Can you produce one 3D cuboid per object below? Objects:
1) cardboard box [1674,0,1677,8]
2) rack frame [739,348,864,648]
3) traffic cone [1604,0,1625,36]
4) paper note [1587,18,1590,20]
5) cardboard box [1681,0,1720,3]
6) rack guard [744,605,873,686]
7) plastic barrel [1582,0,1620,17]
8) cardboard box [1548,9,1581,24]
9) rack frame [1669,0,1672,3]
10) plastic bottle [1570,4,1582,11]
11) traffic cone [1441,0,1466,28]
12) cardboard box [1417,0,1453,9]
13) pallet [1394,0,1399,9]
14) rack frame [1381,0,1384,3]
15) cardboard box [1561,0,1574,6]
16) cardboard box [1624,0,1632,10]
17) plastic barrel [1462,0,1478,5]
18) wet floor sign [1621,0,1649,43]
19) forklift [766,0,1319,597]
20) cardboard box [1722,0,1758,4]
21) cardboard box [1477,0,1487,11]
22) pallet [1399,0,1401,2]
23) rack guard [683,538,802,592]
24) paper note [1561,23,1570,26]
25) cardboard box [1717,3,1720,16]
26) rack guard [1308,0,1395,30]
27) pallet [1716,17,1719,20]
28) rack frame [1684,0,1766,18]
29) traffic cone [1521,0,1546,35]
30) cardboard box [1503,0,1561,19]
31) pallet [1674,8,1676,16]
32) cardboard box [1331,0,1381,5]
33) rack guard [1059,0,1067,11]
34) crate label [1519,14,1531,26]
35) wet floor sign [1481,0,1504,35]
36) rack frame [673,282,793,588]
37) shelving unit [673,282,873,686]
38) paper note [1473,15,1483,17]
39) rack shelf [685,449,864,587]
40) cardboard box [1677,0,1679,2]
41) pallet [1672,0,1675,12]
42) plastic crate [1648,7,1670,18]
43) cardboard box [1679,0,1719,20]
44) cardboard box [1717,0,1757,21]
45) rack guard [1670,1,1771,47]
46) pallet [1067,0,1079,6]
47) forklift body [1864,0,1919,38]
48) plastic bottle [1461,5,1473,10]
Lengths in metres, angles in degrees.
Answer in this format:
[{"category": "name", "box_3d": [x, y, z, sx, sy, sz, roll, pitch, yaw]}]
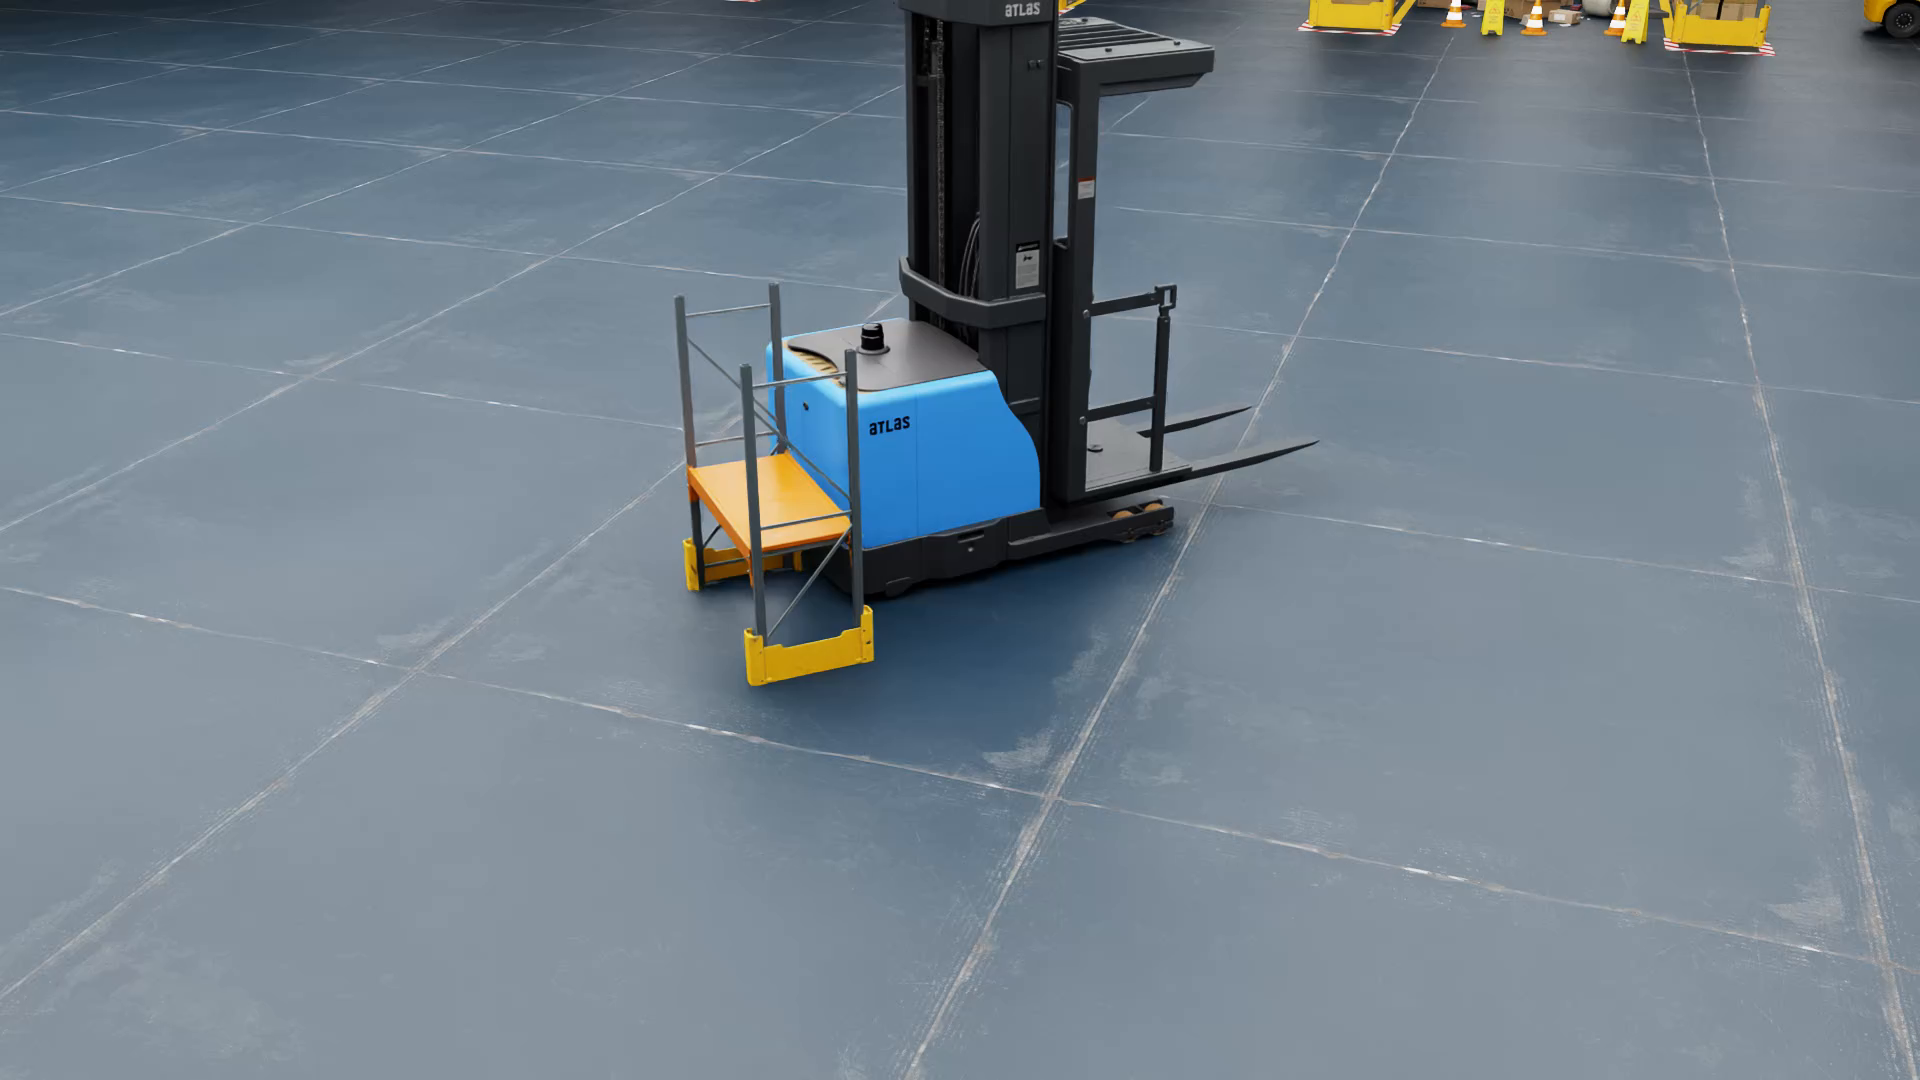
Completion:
[{"category": "cardboard box", "box_3d": [10.747, -7.914, 24.327, 0.500, 0.250, 0.500, 8, 27, 16]}, {"category": "rack frame", "box_3d": [-0.667, -0.080, 7.195, 0.500, 1.500, 0.032, -11, 28, -21]}, {"category": "traffic cone", "box_3d": [9.310, -7.386, 23.474, 0.336, 0.463, 0.334, 9, 27, 17]}, {"category": "paper note", "box_3d": [9.364, -7.761, 24.768, 0.032, 0.001, 0.123, 9, 27, 17]}, {"category": "cardboard box", "box_3d": [10.404, -7.820, 23.272, 0.500, 0.500, 0.500, 9, 27, 18]}, {"category": "rack guard", "box_3d": [-0.675, 0.474, 7.483, 0.587, 0.250, 0.087, -11, 28, -21]}, {"category": "plastic barrel", "box_3d": [9.643, -8.073, 24.938, 0.421, 0.421, 0.512, -14, 29, -27]}, {"category": "cardboard box", "box_3d": [8.914, -7.712, 24.508, 0.250, 0.149, 0.380, -20, 33, -36]}, {"category": "rack frame", "box_3d": [11.714, -9.808, 25.565, 1.000, 3.000, 0.127, 9, 27, 17]}, {"category": "plastic bottle", "box_3d": [9.516, -8.227, 25.672, 0.133, 0.061, 0.283, 14, 29, 26]}, {"category": "traffic cone", "box_3d": [7.197, -7.711, 24.145, 0.336, 0.463, 0.334, 9, 27, 17]}, {"category": "cardboard box", "box_3d": [7.464, -8.574, 25.881, 0.500, 0.500, 0.500, 14, 29, 26]}, {"category": "pallet", "box_3d": [6.281, -8.425, 25.909, 1.003, 0.211, 1.213, 9, 27, 17]}, {"category": "rack frame", "box_3d": [5.681, -8.841, 23.567, 1.000, 3.000, 0.127, 9, 27, 17]}, {"category": "cardboard box", "box_3d": [9.419, -8.554, 26.112, 0.258, 0.266, 0.396, -9, 27, -18]}, {"category": "cardboard box", "box_3d": [10.074, -8.441, 25.607, 0.500, 0.500, 0.500, -14, 29, -27]}, {"category": "plastic barrel", "box_3d": [8.082, -8.636, 26.101, 0.421, 0.421, 0.512, -14, 29, -27]}, {"category": "wet floor sign", "box_3d": [9.311, -7.182, 22.842, 0.267, 0.644, 0.232, 20, 32, 35]}, {"category": "forklift", "box_3d": [0.549, -1.491, 8.465, 3.031, 2.935, 1.130, -14, 29, -26]}, {"category": "cardboard box", "box_3d": [10.920, -7.754, 23.136, 0.500, 0.500, 0.500, 8, 27, 16]}, {"category": "cardboard box", "box_3d": [8.177, -8.280, 25.547, 0.396, 0.266, 0.258, 14, 29, 26]}, {"category": "pallet", "box_3d": [6.686, -8.928, 26.948, 1.003, 0.211, 1.213, 9, 27, 17]}, {"category": "rack guard", "box_3d": [-1.080, 0.078, 8.302, 0.587, 0.250, 0.087, -11, 28, -21]}, {"category": "paper note", "box_3d": [8.820, -7.505, 24.216, 0.148, 0.019, 0.142, 0, 26, -1]}, {"category": "cardboard box", "box_3d": [11.089, -7.616, 23.711, 0.500, 0.250, 0.500, 10, 27, 19]}, {"category": "rack guard", "box_3d": [5.673, -7.706, 24.091, 1.175, 0.500, 0.348, 9, 27, 17]}, {"category": "pallet", "box_3d": [10.712, -7.269, 23.521, 1.003, 0.211, 1.213, 9, 27, 17]}, {"category": "rack frame", "box_3d": [10.383, -8.164, 22.170, 1.000, 3.000, 0.127, 9, 27, 17]}, {"category": "traffic cone", "box_3d": [8.150, -7.407, 23.518, 0.336, 0.463, 0.334, 9, 27, 17]}, {"category": "cardboard box", "box_3d": [8.580, -8.130, 24.963, 0.797, 0.503, 0.637, -9, 27, -18]}, {"category": "pallet", "box_3d": [11.120, -7.769, 24.553, 1.003, 0.211, 1.213, 9, 27, 17]}, {"category": "cardboard box", "box_3d": [5.845, -8.361, 24.534, 0.875, 0.875, 0.875, 9, 27, 18]}, {"category": "rack guard", "box_3d": [1.063, -8.508, 25.747, 1.175, 0.500, 0.348, 9, 27, 17]}, {"category": "crate label", "box_3d": [8.353, -7.593, 24.275, 0.250, 0.136, 0.298, -5, 26, -9]}, {"category": "wet floor sign", "box_3d": [7.539, -7.482, 23.462, 0.267, 0.644, 0.232, 4, 26, 8]}, {"category": "rack frame", "box_3d": [-1.081, -0.485, 8.031, 0.500, 1.500, 0.032, -11, 28, -21]}, {"category": "shelving unit", "box_3d": [-0.878, -0.286, 7.621, 0.587, 1.500, 1.083, -11, 28, -21]}, {"category": "paper note", "box_3d": [7.790, -7.884, 25.001, 0.144, 0.017, 0.142, 20, 32, 35]}, {"category": "rack shelf", "box_3d": [-0.874, -0.121, 7.691, 0.538, 0.185, 1.000, -11, 28, -21]}, {"category": "cardboard box", "box_3d": [10.578, -7.699, 23.882, 0.500, 0.250, 0.500, 9, 27, 18]}, {"category": "pallet", "box_3d": [11.524, -8.272, 25.592, 1.003, 0.211, 1.213, 9, 27, 17]}, {"category": "plastic crate", "box_3d": [10.418, -7.968, 25.114, 0.402, 0.080, 0.583, 0, 26, -1]}, {"category": "cardboard box", "box_3d": [10.406, -7.497, 23.465, 0.500, 0.250, 0.500, 9, 27, 17]}, {"category": "cardboard box", "box_3d": [10.912, -7.407, 23.280, 0.500, 0.250, 0.500, 9, 27, 17]}, {"category": "rack guard", "box_3d": [10.408, -7.070, 22.779, 1.175, 0.500, 0.348, 9, 27, 17]}, {"category": "pallet", "box_3d": [1.367, -8.706, 26.489, 1.003, 0.211, 1.213, 9, 27, 17]}, {"category": "forklift body", "box_3d": [13.976, -8.108, 23.027, 2.313, 2.155, 1.214, 9, 27, 17]}, {"category": "plastic bottle", "box_3d": [7.755, -8.215, 25.648, 0.283, 0.061, 0.133, 0, 26, -1]}]
